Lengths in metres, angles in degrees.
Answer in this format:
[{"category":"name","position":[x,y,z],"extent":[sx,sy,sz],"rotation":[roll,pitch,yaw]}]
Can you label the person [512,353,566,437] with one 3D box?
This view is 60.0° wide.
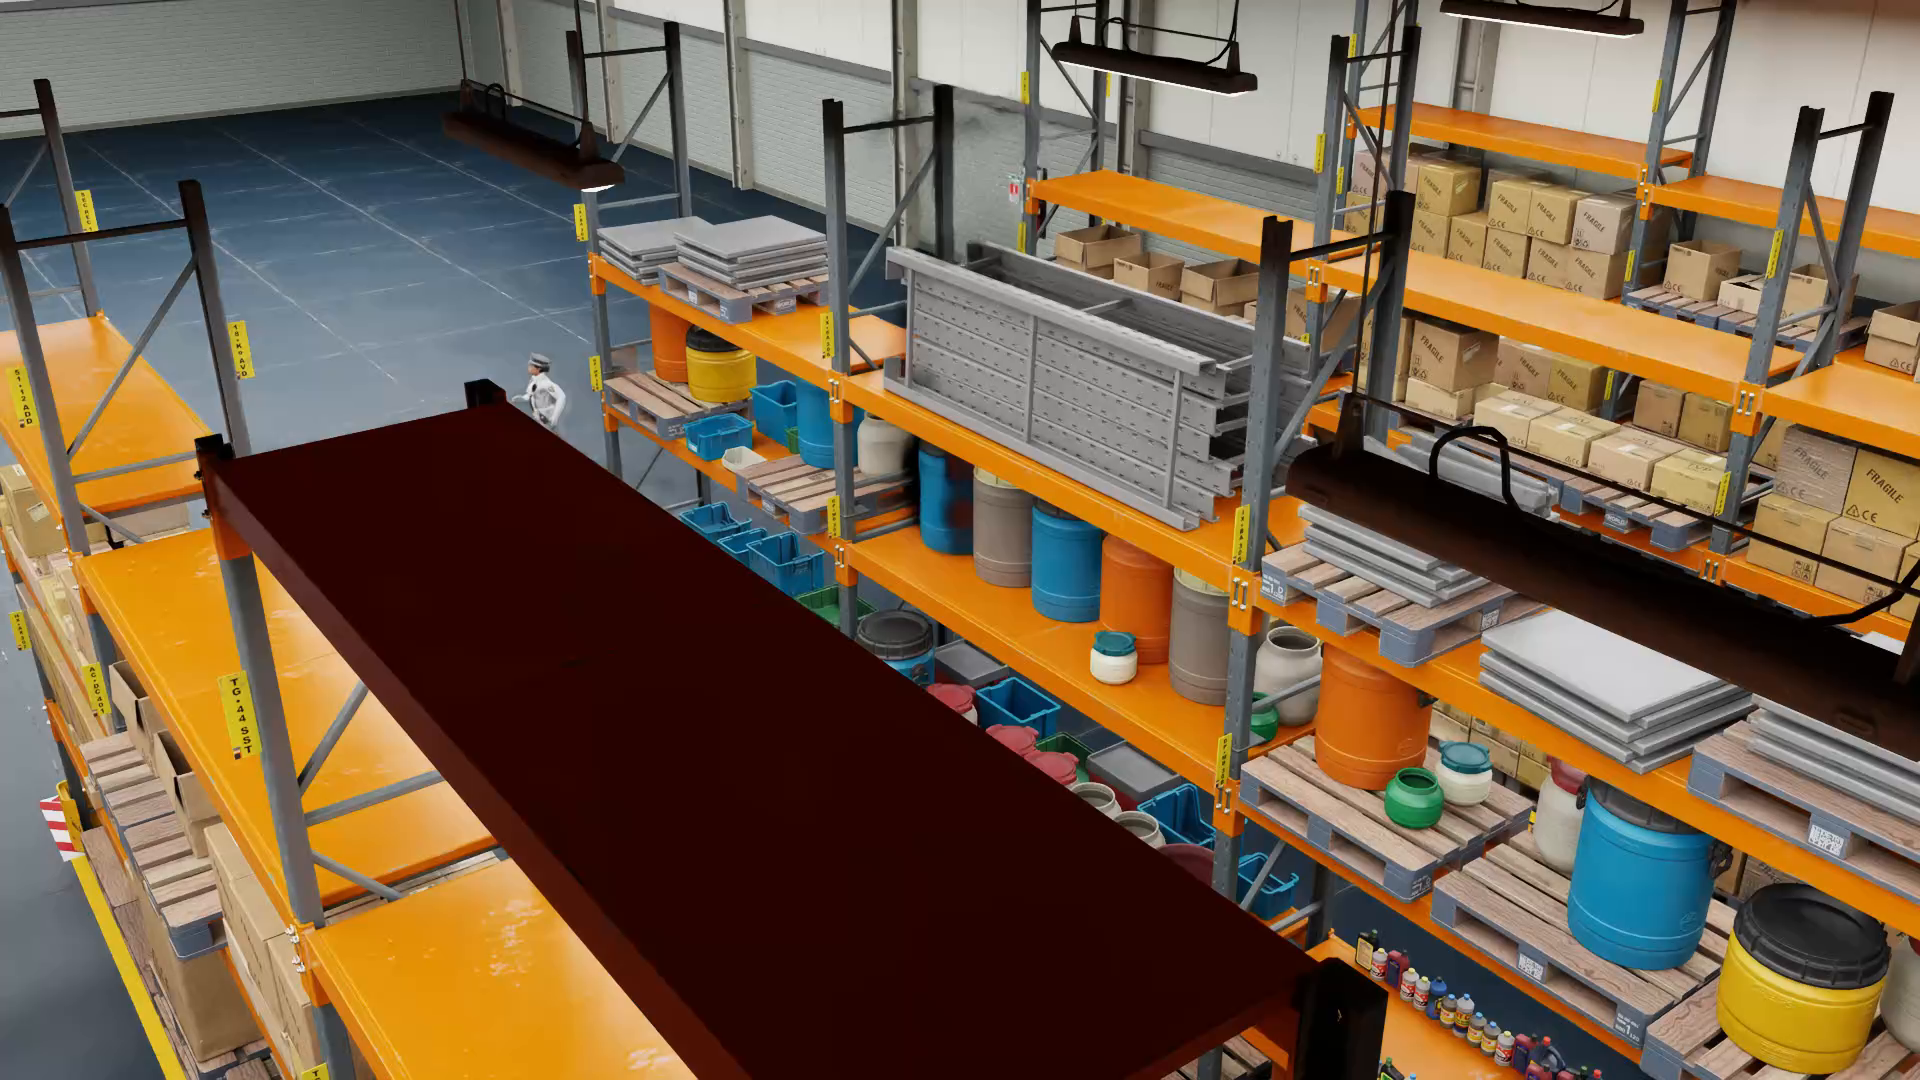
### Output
[{"category":"person","position":[-4.970,-1.418,20.033],"extent":[0.767,1.758,0.627],"rotation":[-7,26,-15]}]
